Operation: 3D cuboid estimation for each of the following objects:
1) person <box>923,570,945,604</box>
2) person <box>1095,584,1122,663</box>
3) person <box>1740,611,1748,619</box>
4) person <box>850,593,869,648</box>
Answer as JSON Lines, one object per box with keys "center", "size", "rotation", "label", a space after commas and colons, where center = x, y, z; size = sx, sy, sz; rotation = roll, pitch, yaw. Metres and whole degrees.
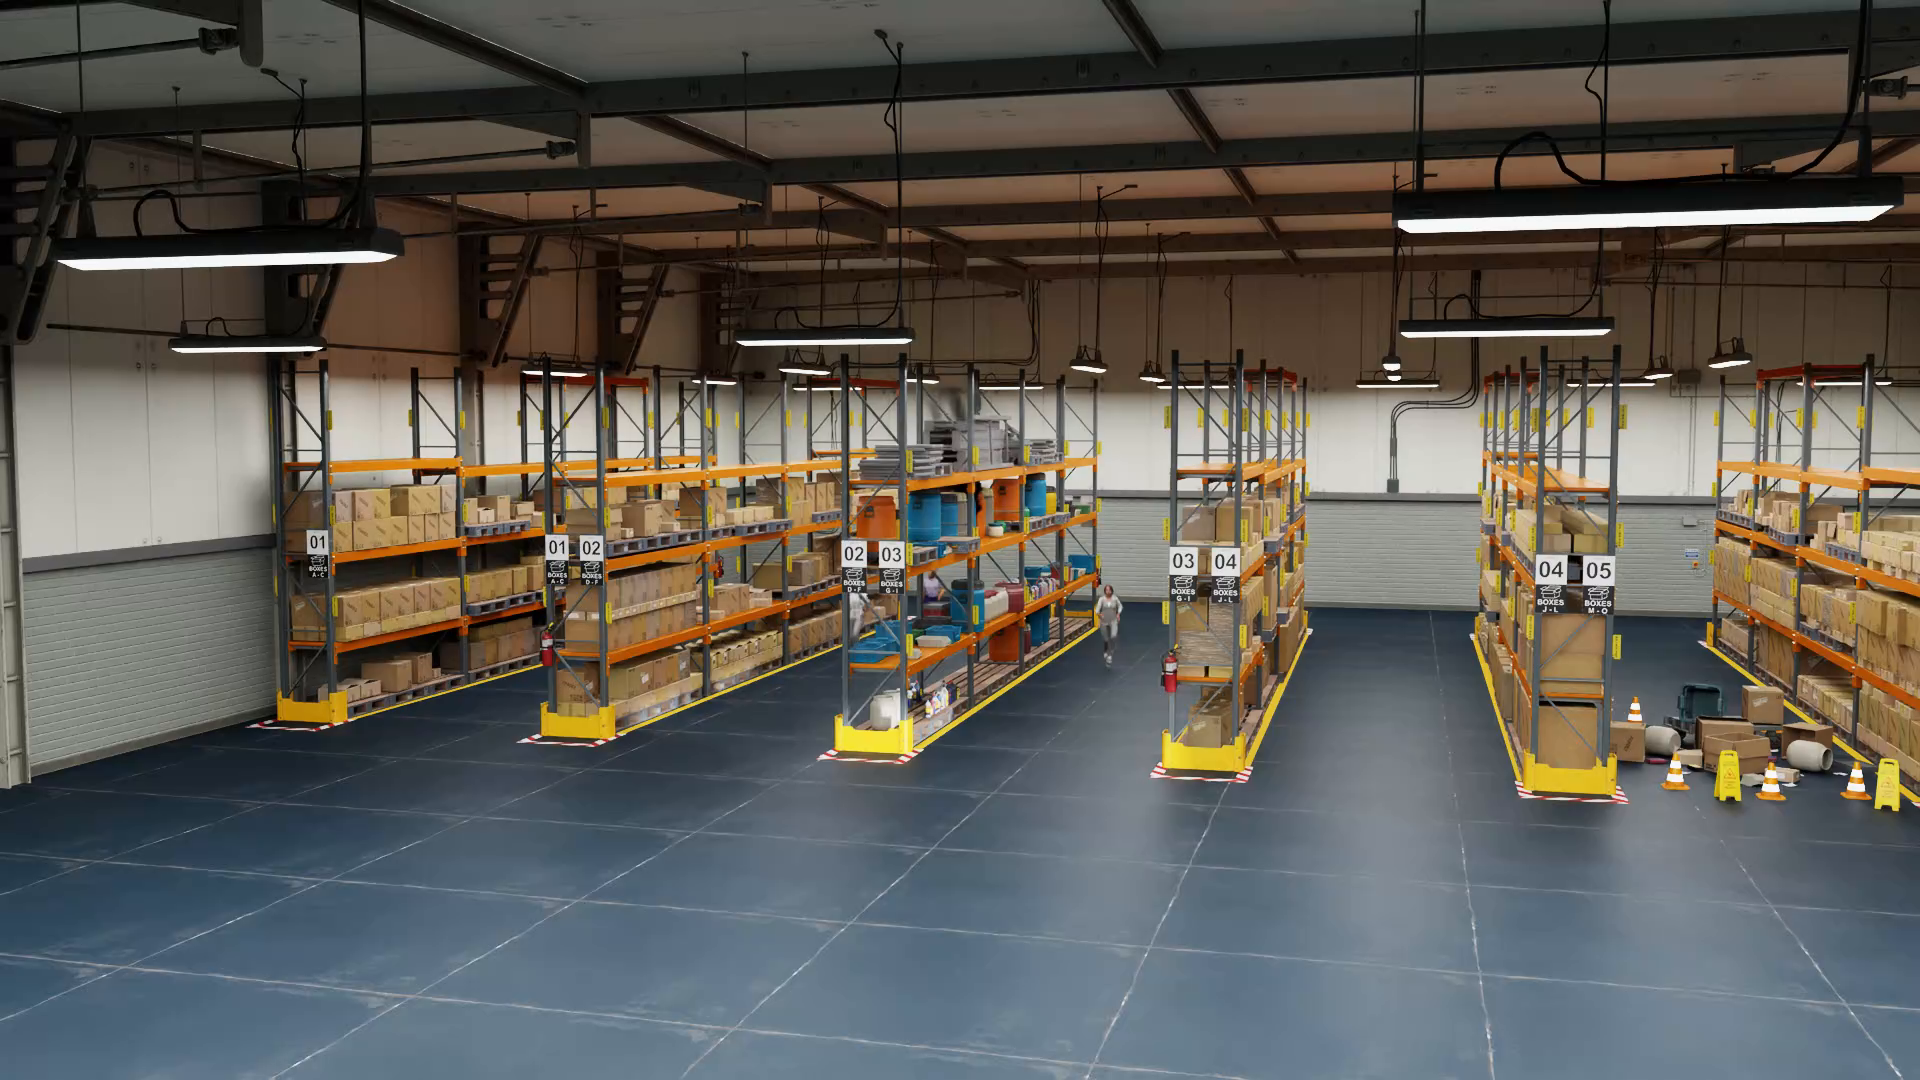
{"center": [-0.654, 1.444, 38.468], "size": [0.599, 1.582, 0.559], "rotation": [0, 4, 1], "label": "person"}
{"center": [2.938, 1.648, 32.870], "size": [0.539, 1.551, 0.833], "rotation": [0, 4, 4], "label": "person"}
{"center": [18.018, 1.424, 37.799], "size": [0.716, 1.719, 0.523], "rotation": [-3, 5, -34], "label": "person"}
{"center": [-2.124, 1.562, 33.880], "size": [0.563, 1.647, 0.618], "rotation": [0, 4, 5], "label": "person"}
